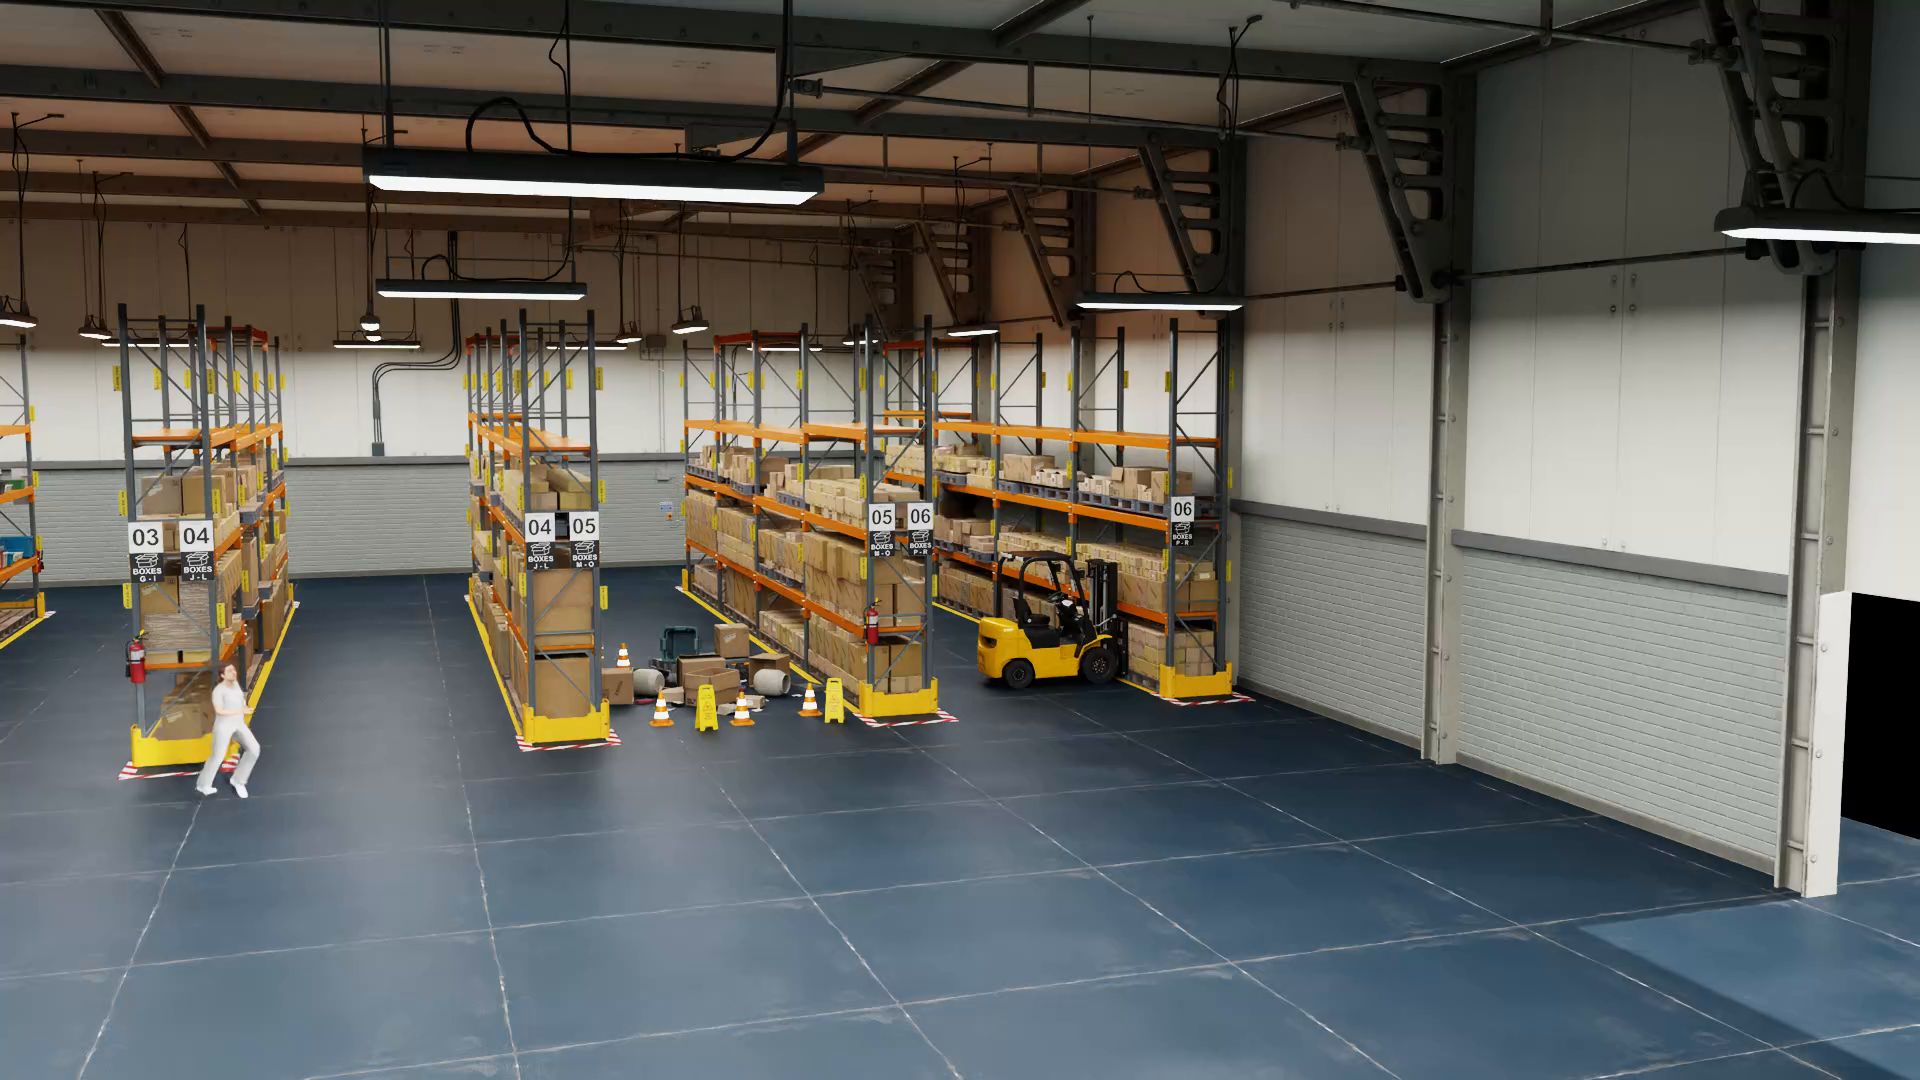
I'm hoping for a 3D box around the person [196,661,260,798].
[{"bbox_3d":[-8.782,2.276,19.995,0.844,1.665,0.577,2,6,21],"label":"person"}]

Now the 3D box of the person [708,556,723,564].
[{"bbox_3d":[-6.025,0.220,41.546,0.646,1.677,0.828,0,5,3],"label":"person"}]
